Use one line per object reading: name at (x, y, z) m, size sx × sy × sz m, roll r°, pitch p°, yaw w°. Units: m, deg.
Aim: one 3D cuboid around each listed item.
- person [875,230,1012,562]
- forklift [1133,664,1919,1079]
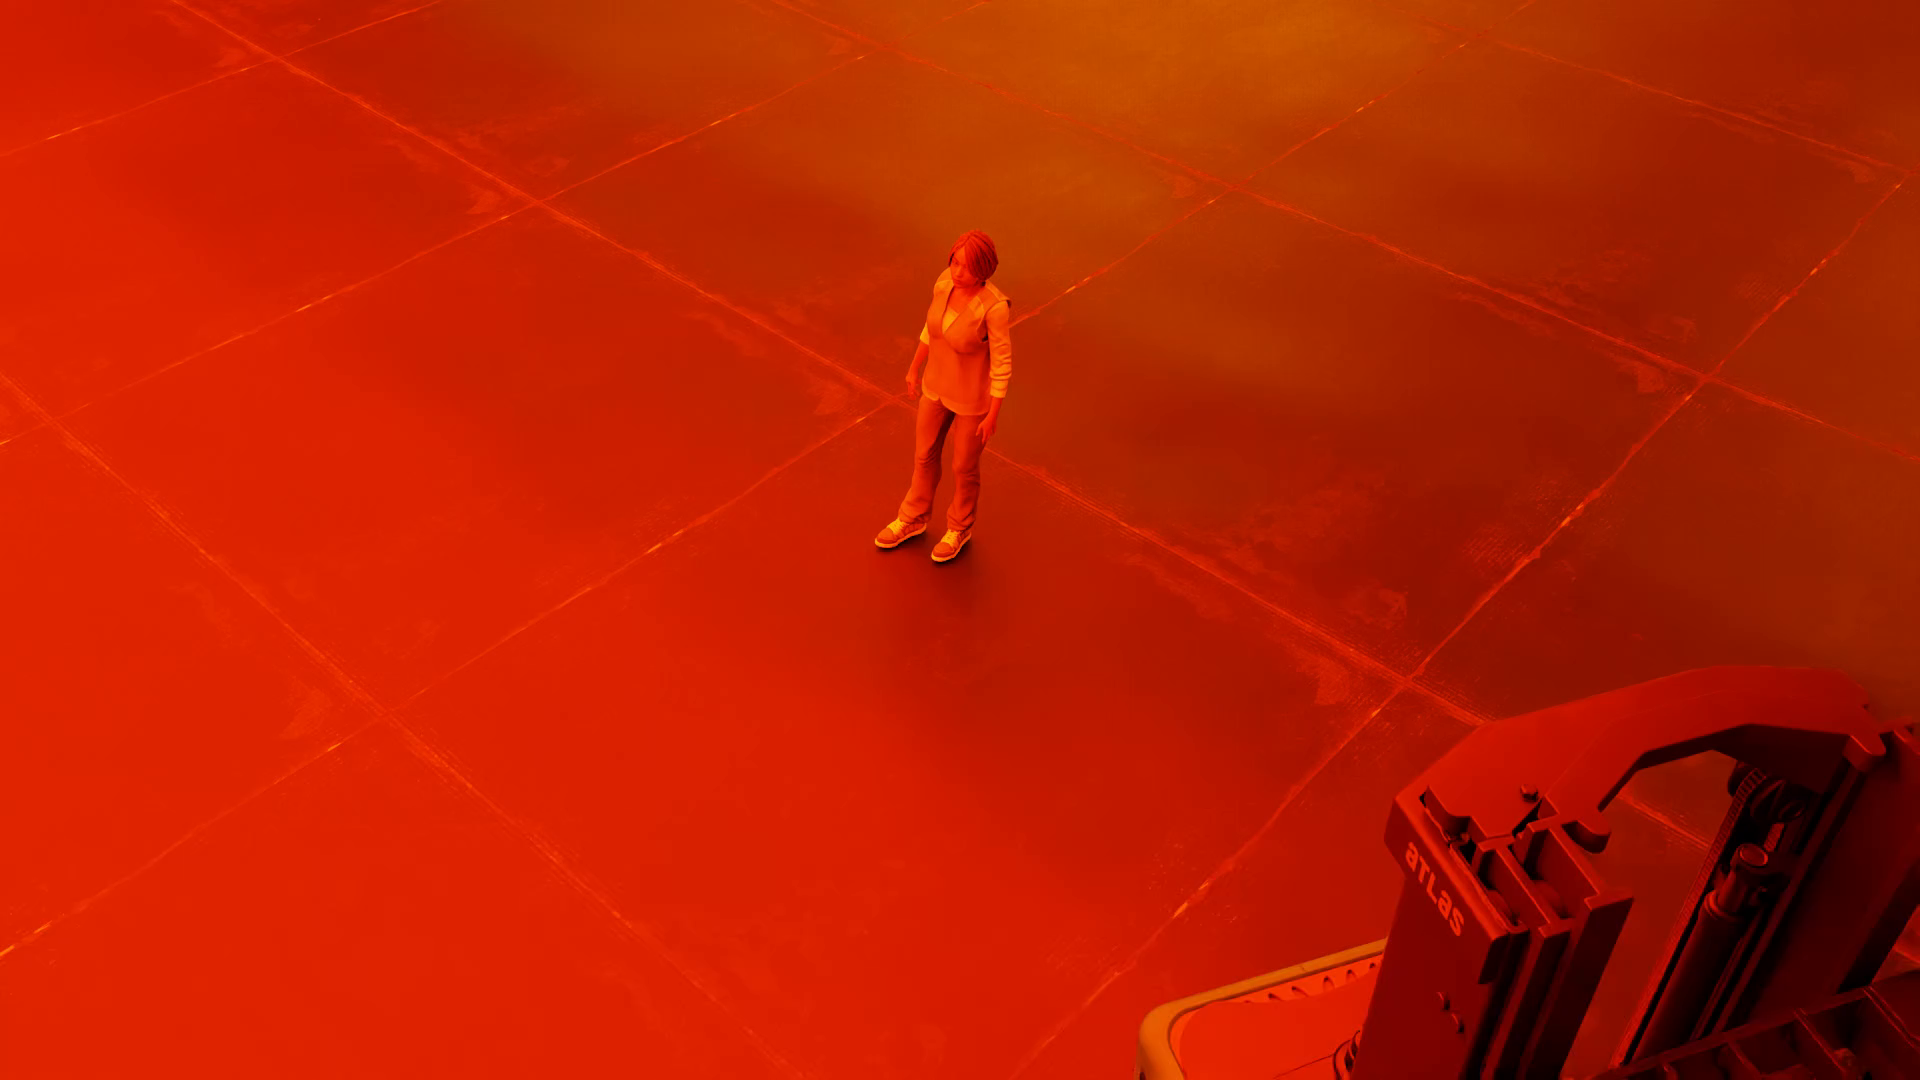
person at (-0.061, -0.581, 7.121) m, size 0.520 × 1.595 × 0.473 m, roll 31°, pitch 49°, yaw 31°
forklift at (1.419, 1.802, 3.328) m, size 1.130 × 2.935 × 3.031 m, roll -12°, pitch 42°, yaw -14°
